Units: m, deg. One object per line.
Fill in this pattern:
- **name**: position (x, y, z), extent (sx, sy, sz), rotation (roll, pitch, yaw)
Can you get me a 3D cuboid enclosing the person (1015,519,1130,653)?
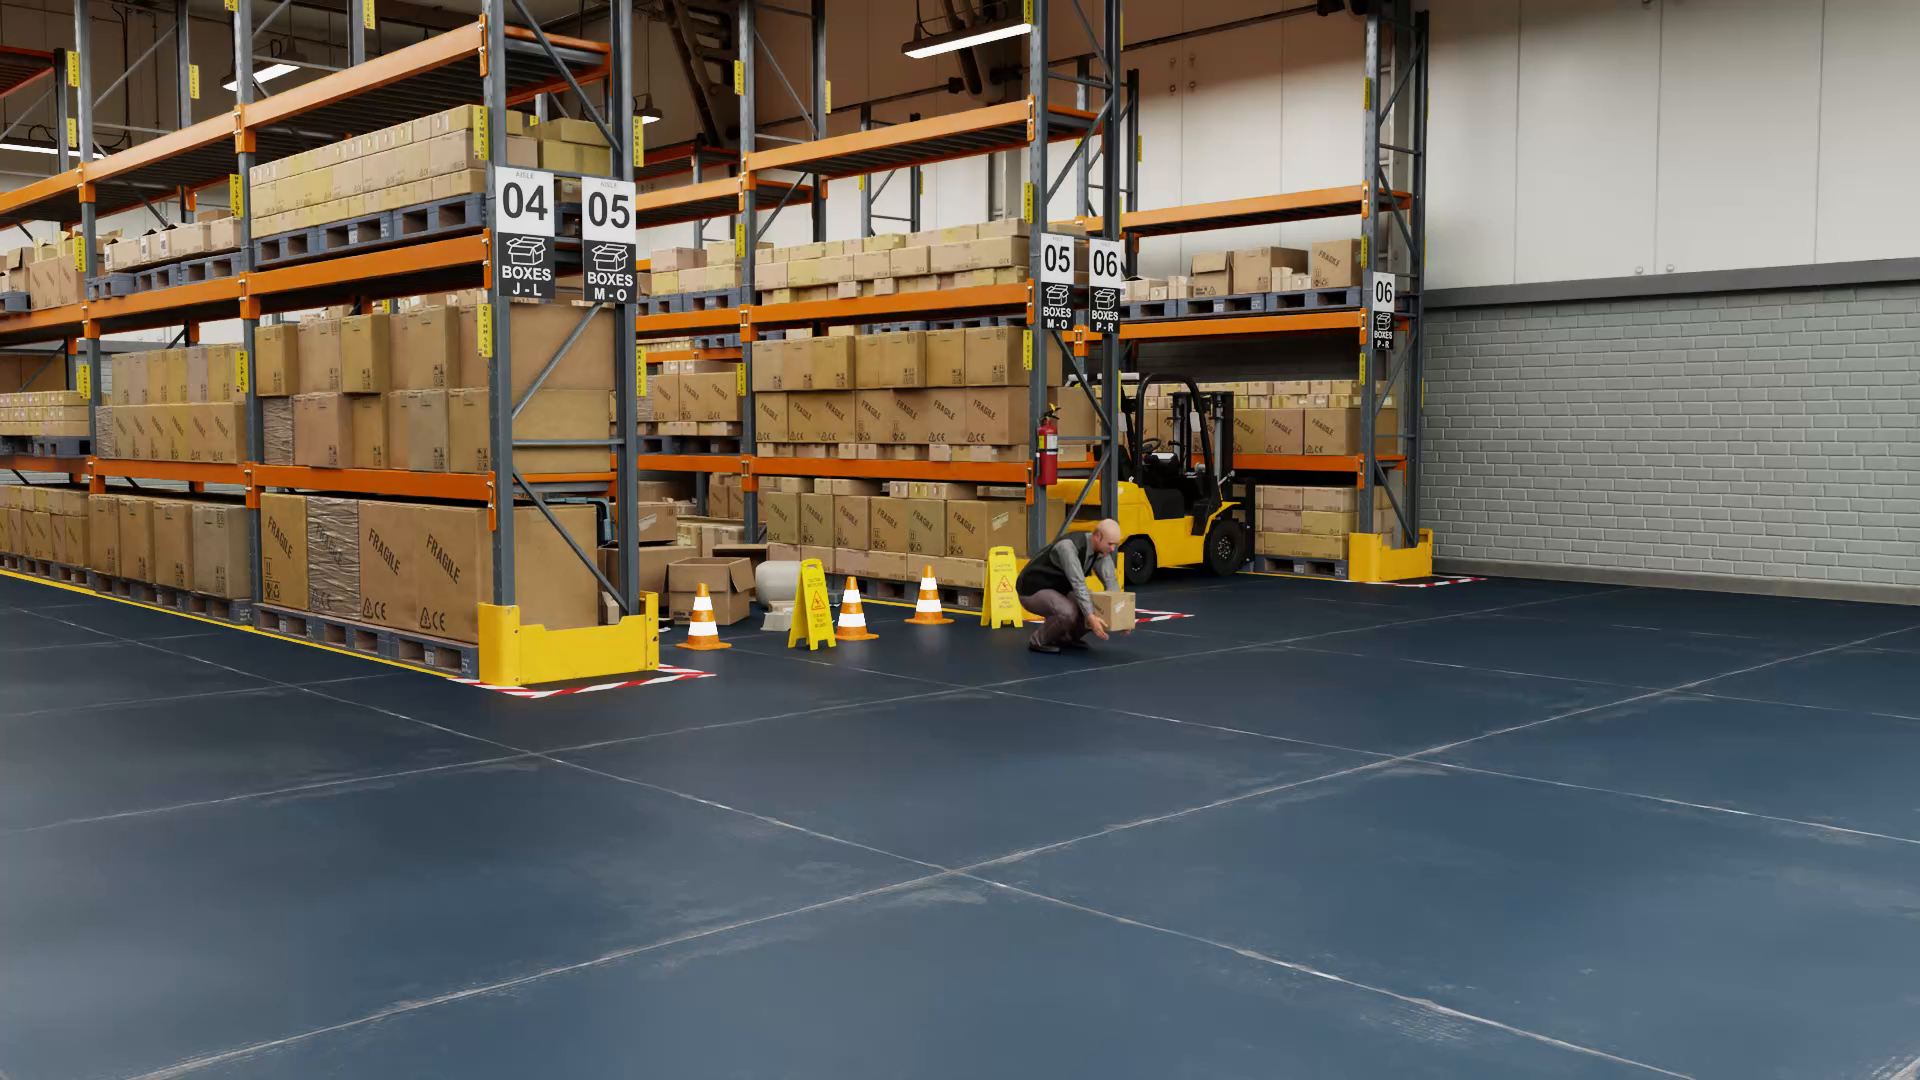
- **person**: position (0.816, 0.325, 11.830), extent (0.523, 0.970, 0.881), rotation (-4, 5, -45)
